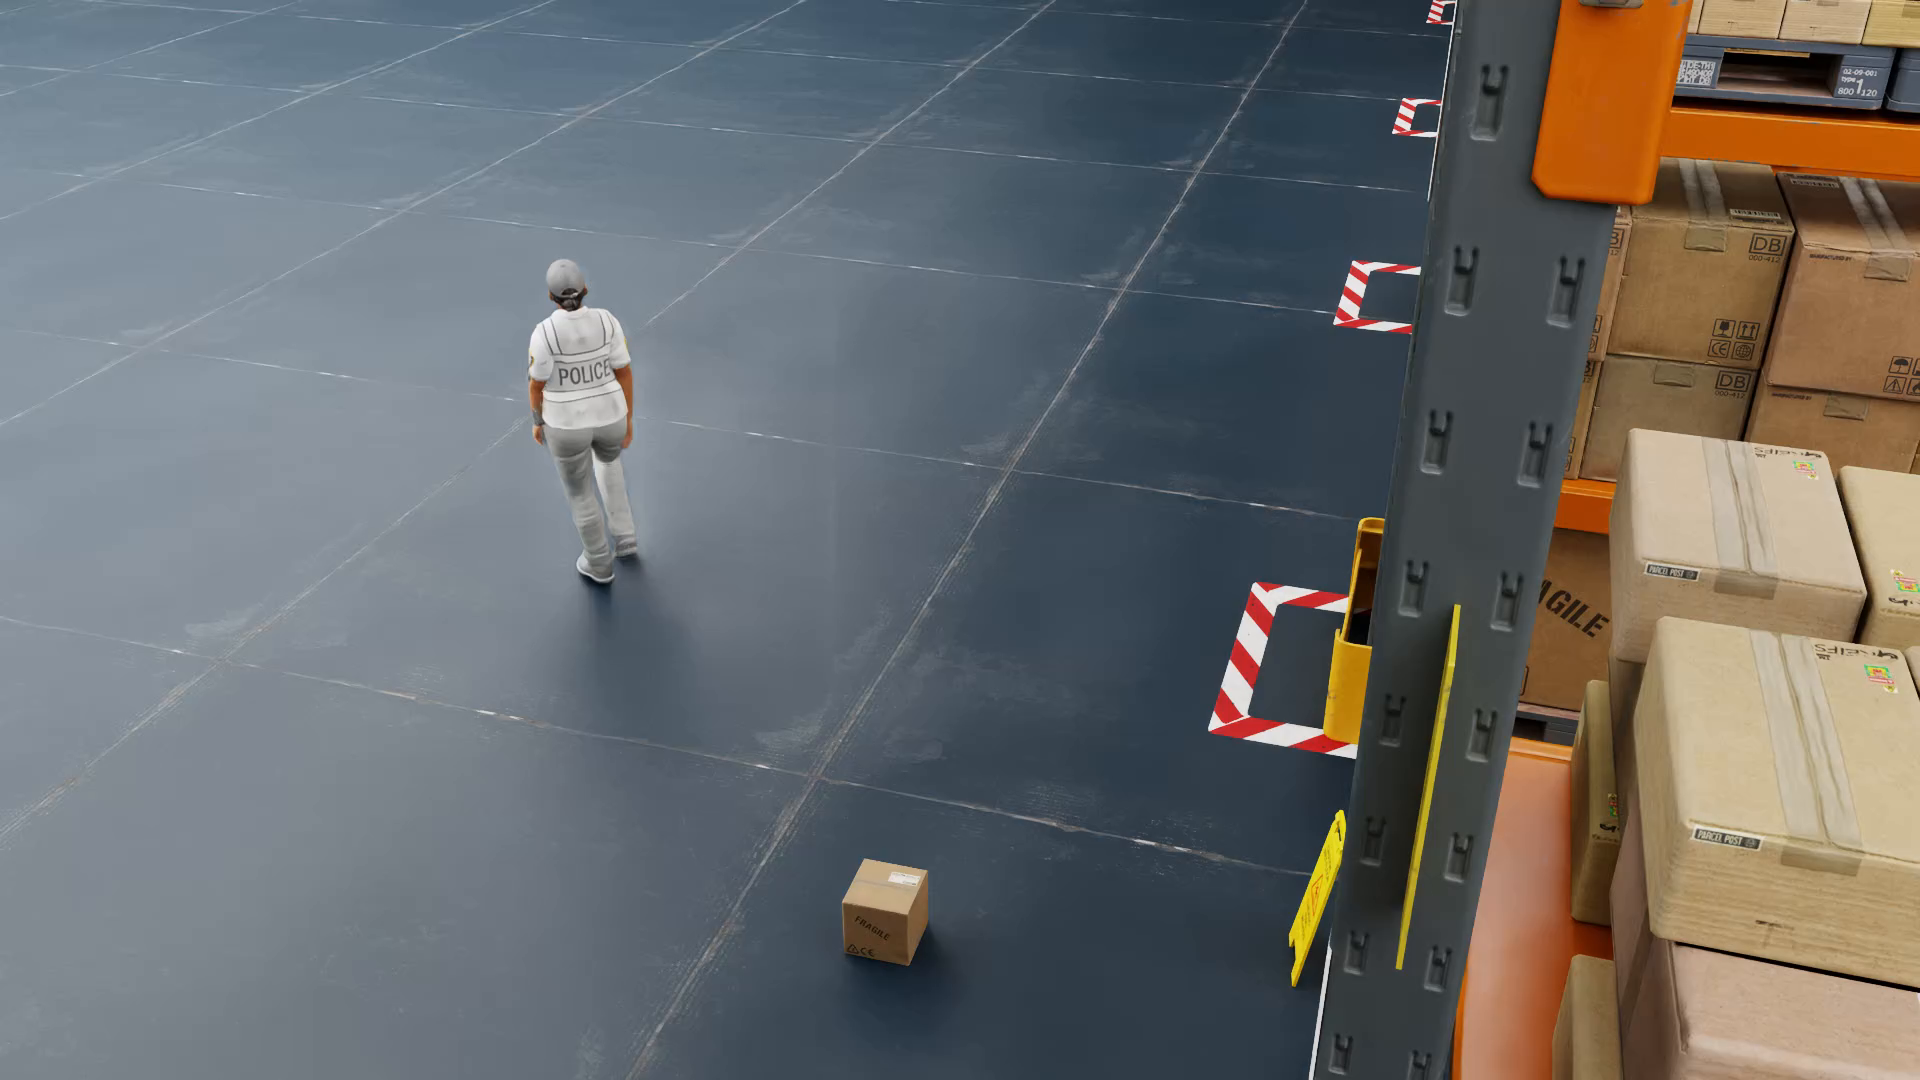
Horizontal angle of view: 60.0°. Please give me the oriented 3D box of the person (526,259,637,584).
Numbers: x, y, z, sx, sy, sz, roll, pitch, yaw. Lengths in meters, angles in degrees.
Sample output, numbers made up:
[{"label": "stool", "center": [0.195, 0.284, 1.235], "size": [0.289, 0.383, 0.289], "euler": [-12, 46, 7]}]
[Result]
[{"label": "person", "center": [-1.856, -0.572, 8.144], "size": [0.476, 1.707, 0.462], "euler": [-19, 34, -30]}]
